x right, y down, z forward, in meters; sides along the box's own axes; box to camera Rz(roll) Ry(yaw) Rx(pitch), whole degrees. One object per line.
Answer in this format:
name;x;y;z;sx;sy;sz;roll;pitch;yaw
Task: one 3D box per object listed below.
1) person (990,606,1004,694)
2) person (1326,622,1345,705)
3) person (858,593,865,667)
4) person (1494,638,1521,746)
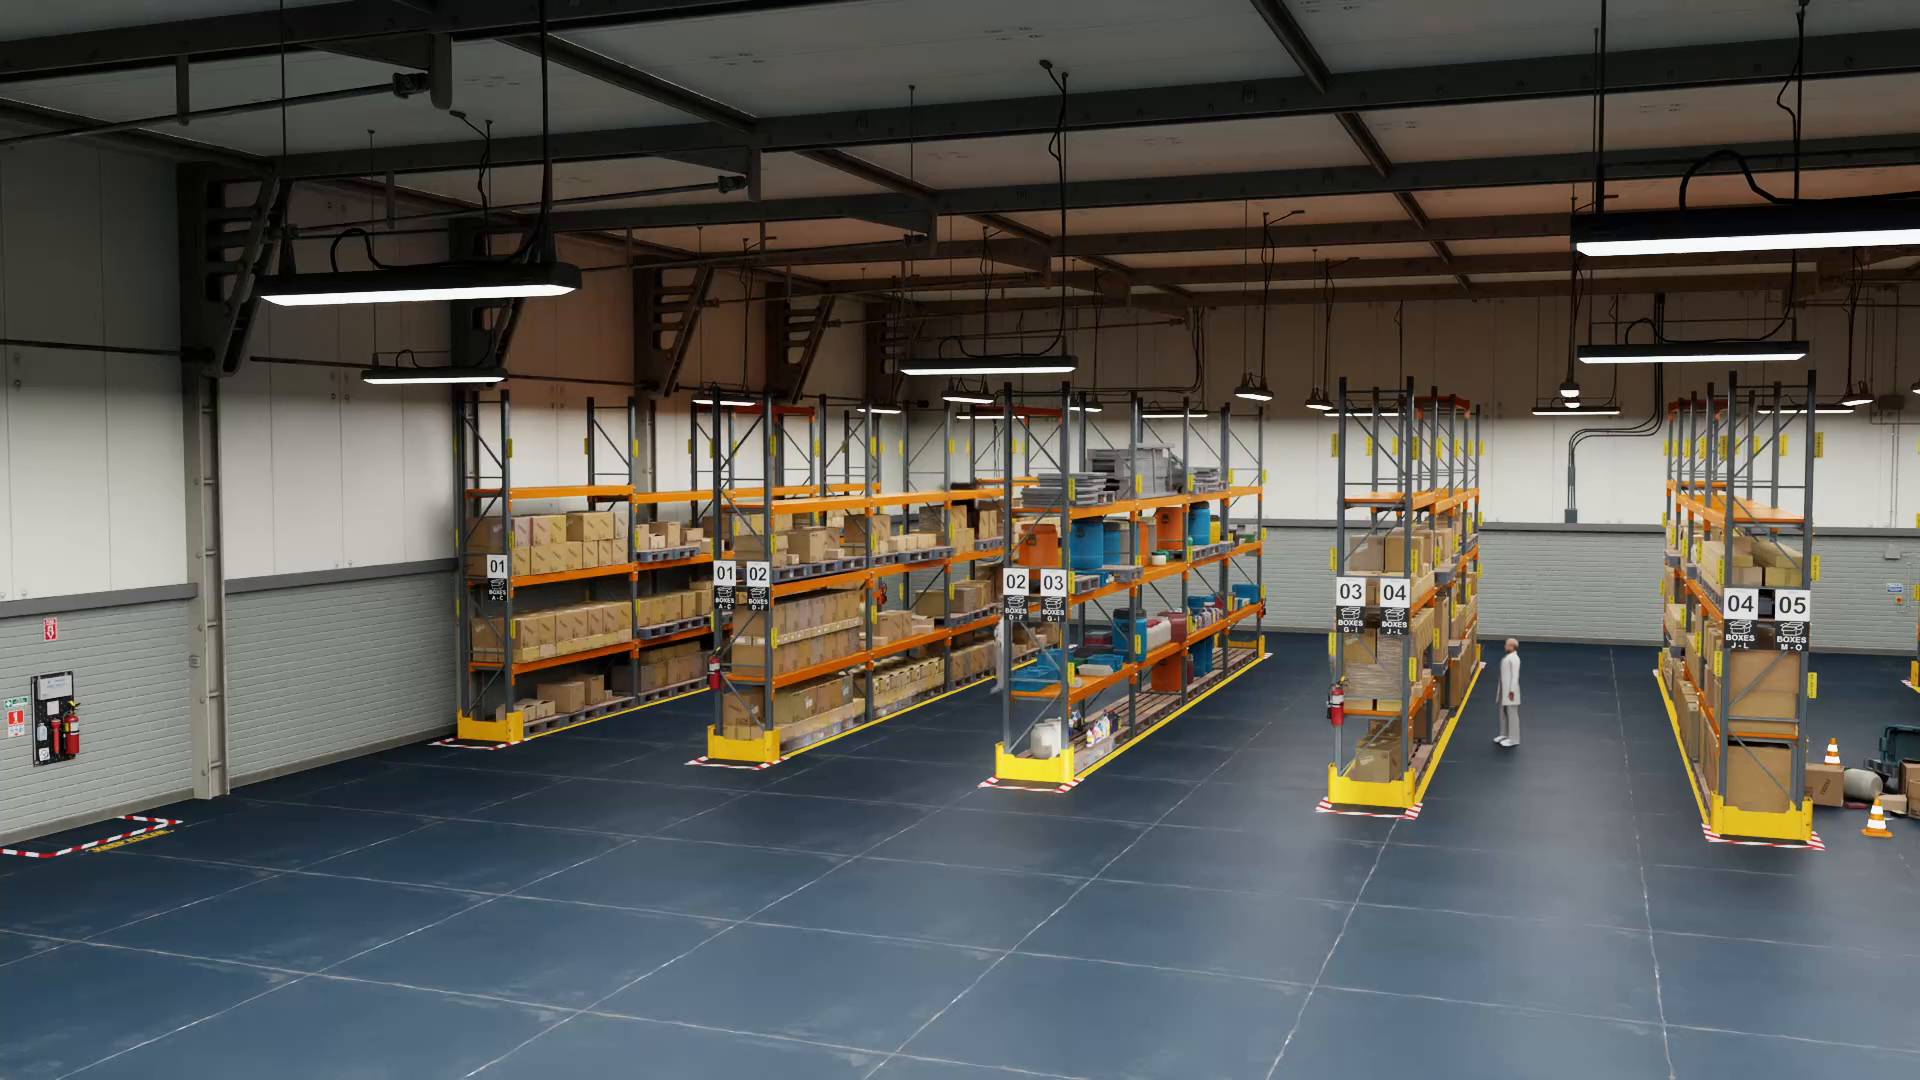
person;0.810;2.187;33.218;0.375;1.718;0.580;0;3;8
person;7.326;2.398;32.289;0.365;1.703;0.436;-1;3;-10
person;-2.227;1.974;37.103;0.508;1.655;0.733;-2;3;-25
person;9.262;2.558;28.135;0.407;1.789;0.616;0;3;-7
